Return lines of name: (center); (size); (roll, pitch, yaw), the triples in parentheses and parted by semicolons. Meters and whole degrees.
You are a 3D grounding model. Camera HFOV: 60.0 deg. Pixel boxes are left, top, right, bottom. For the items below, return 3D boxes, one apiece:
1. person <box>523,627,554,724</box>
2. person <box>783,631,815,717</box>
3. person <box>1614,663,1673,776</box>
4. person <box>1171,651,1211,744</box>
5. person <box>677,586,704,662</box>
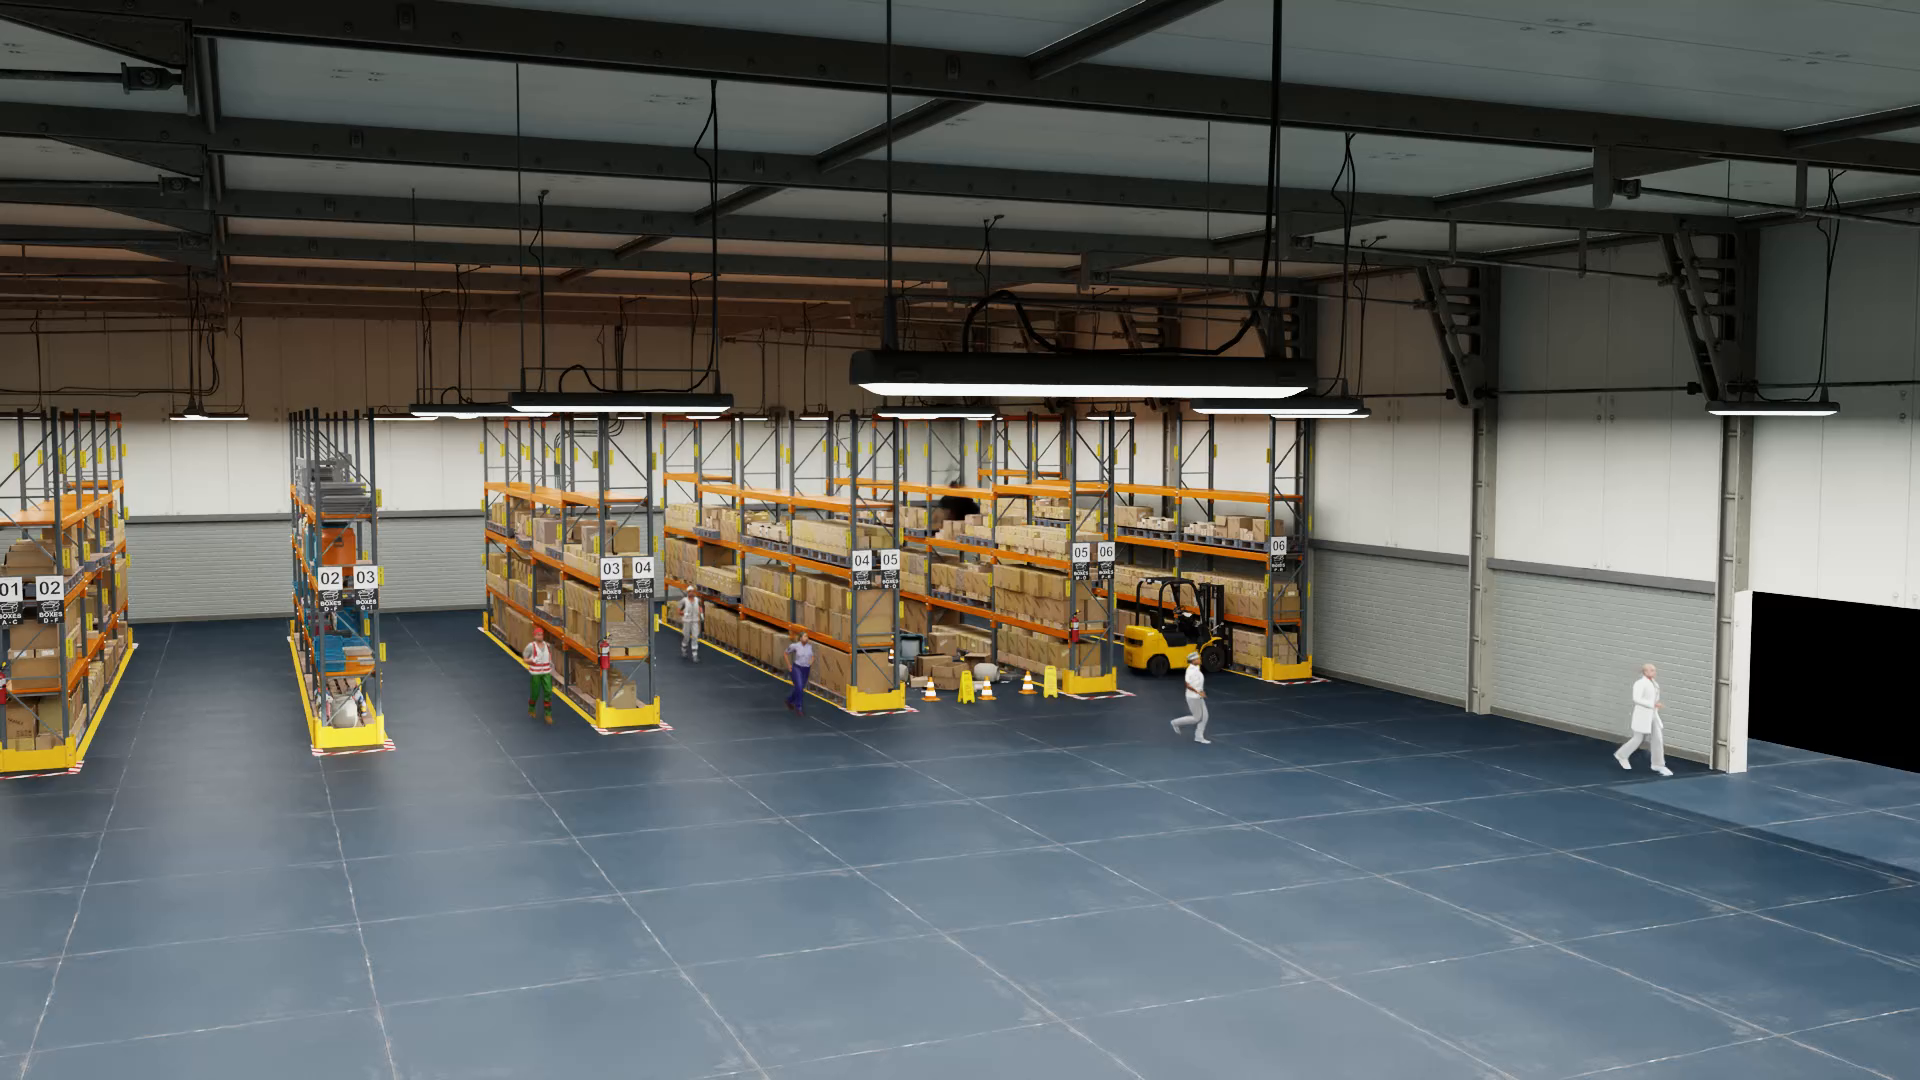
person: (-8.024, 2.568, 31.782); (0.652, 1.793, 0.914); (-3, 5, -34)
person: (-3.161, 2.638, 32.839); (0.630, 1.689, 0.826); (-3, 5, -41)
person: (11.213, 2.910, 27.240); (0.717, 1.800, 0.953); (-3, 5, -38)
person: (4.158, 2.814, 29.849); (0.711, 1.680, 0.577); (1, 4, 17)
person: (-6.511, 2.007, 40.175); (0.682, 1.807, 0.883); (-2, 4, -25)
